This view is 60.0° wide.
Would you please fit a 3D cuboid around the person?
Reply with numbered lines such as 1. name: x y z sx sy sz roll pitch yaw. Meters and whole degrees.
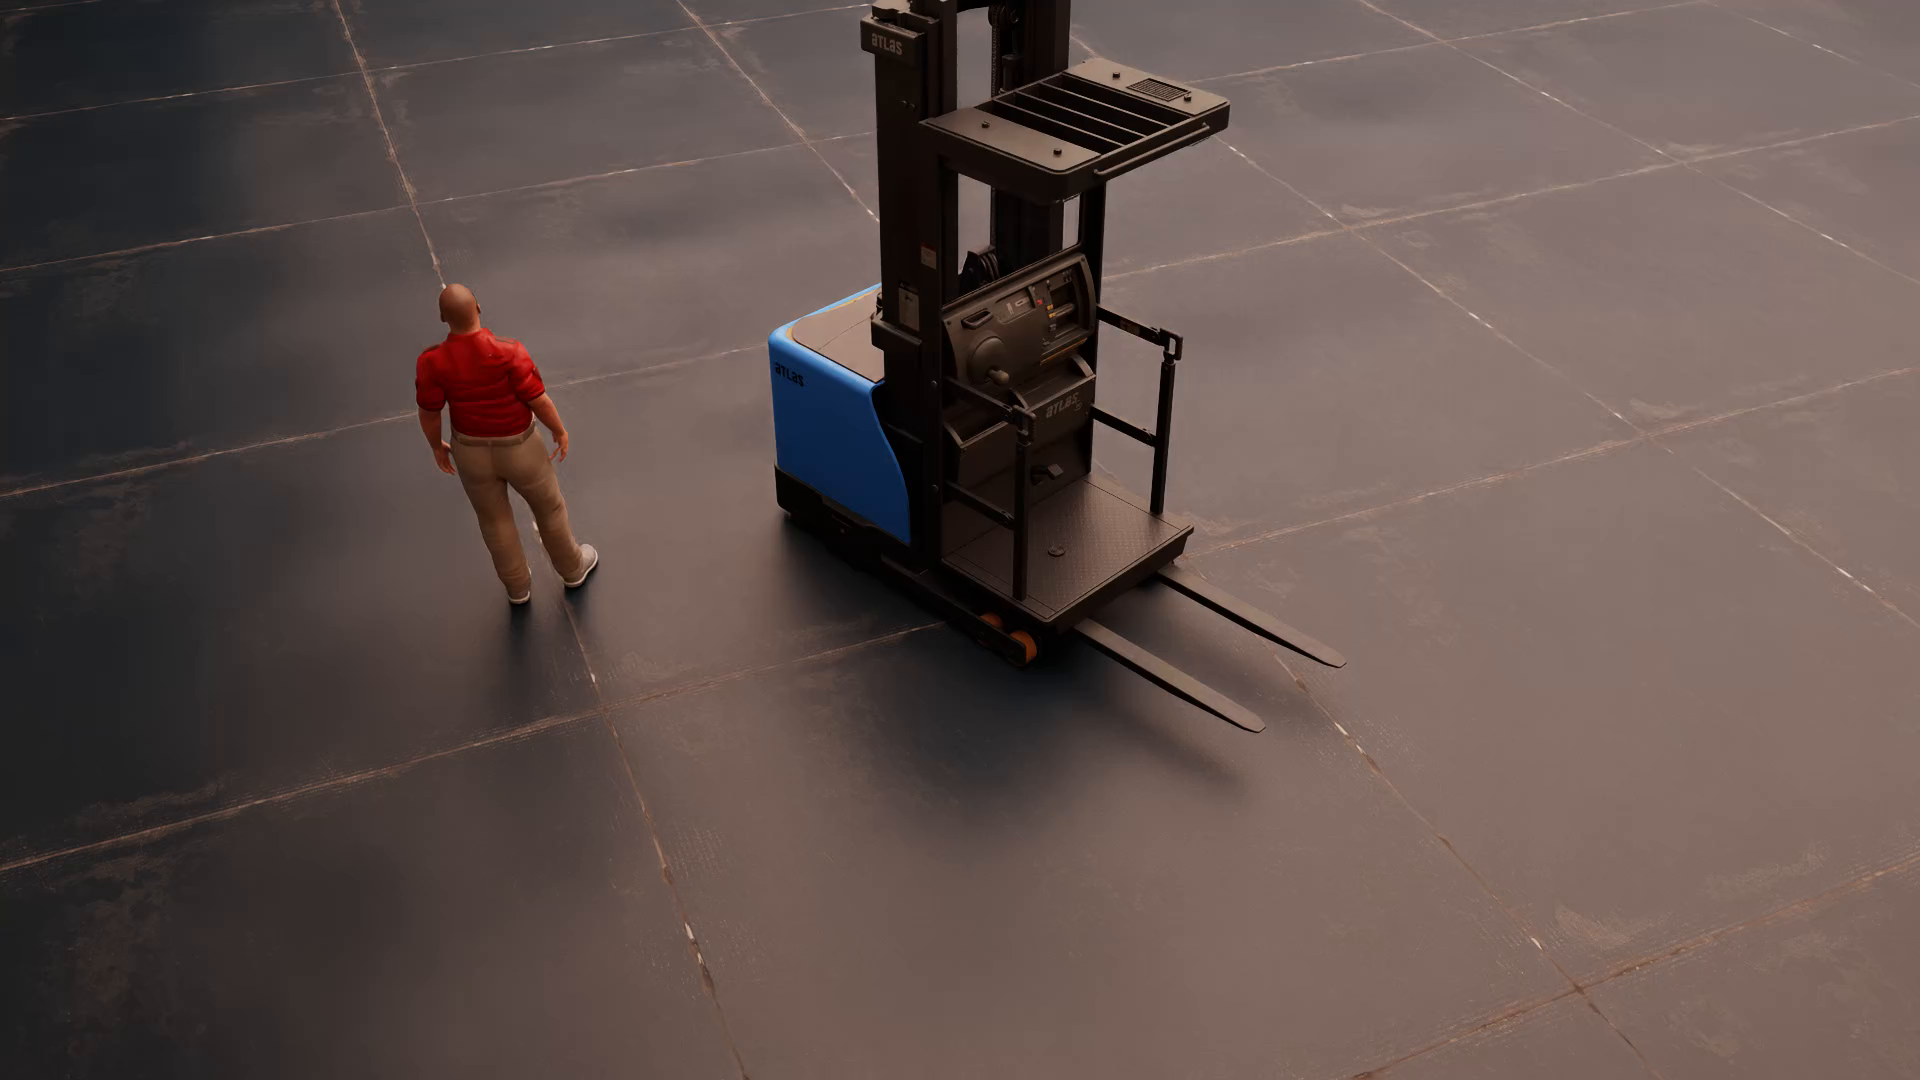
1. person: -2.143 -0.473 7.788 0.640 1.727 0.550 -3 36 -4

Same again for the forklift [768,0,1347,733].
1. forklift: 0.432 -0.946 7.429 3.031 2.935 1.130 30 45 35
